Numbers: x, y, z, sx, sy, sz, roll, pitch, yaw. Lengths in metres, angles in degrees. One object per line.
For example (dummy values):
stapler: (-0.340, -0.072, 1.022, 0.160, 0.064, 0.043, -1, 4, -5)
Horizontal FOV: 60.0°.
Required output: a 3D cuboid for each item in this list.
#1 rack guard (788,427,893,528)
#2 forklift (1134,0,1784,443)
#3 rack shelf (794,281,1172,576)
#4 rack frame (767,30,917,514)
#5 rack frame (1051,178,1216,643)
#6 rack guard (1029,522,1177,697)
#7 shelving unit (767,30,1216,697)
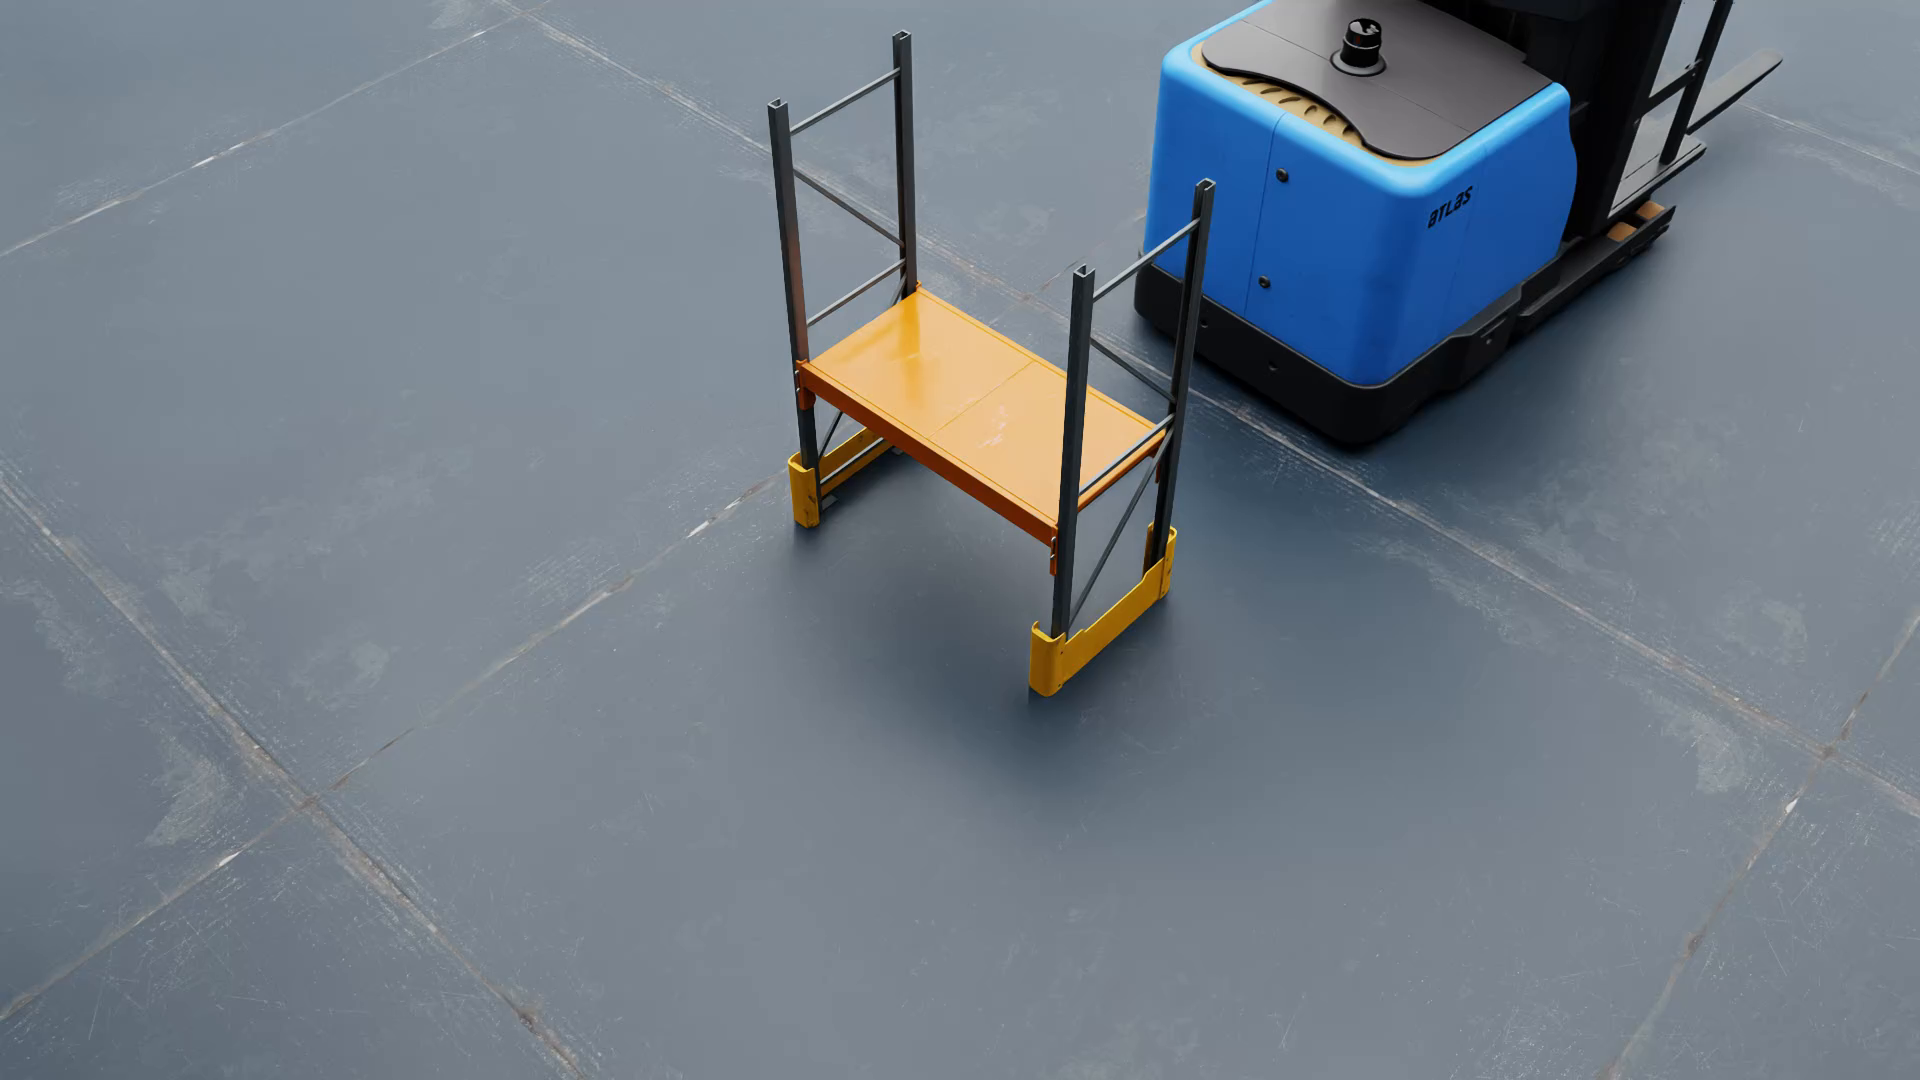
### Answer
rack guard: (-0.310, -0.294, 5.355, 0.087, 0.250, 0.587, 34, 55, 28)
forklift: (2.043, -2.269, 5.370, 3.031, 2.935, 1.130, -34, 55, -28)
rack shelf: (0.063, -0.348, 4.795, 1.000, 0.185, 0.538, 34, 55, 28)
rack frame: (-0.311, -0.723, 4.900, 0.032, 1.500, 0.500, 34, 55, 28)
rack frame: (0.436, -0.220, 4.428, 0.032, 1.500, 0.500, 34, 55, 28)
rack guard: (0.422, 0.198, 4.892, 0.087, 0.250, 0.587, 34, 55, 28)
shelving unit: (0.056, -0.476, 4.668, 1.083, 1.500, 0.587, 34, 55, 28)
